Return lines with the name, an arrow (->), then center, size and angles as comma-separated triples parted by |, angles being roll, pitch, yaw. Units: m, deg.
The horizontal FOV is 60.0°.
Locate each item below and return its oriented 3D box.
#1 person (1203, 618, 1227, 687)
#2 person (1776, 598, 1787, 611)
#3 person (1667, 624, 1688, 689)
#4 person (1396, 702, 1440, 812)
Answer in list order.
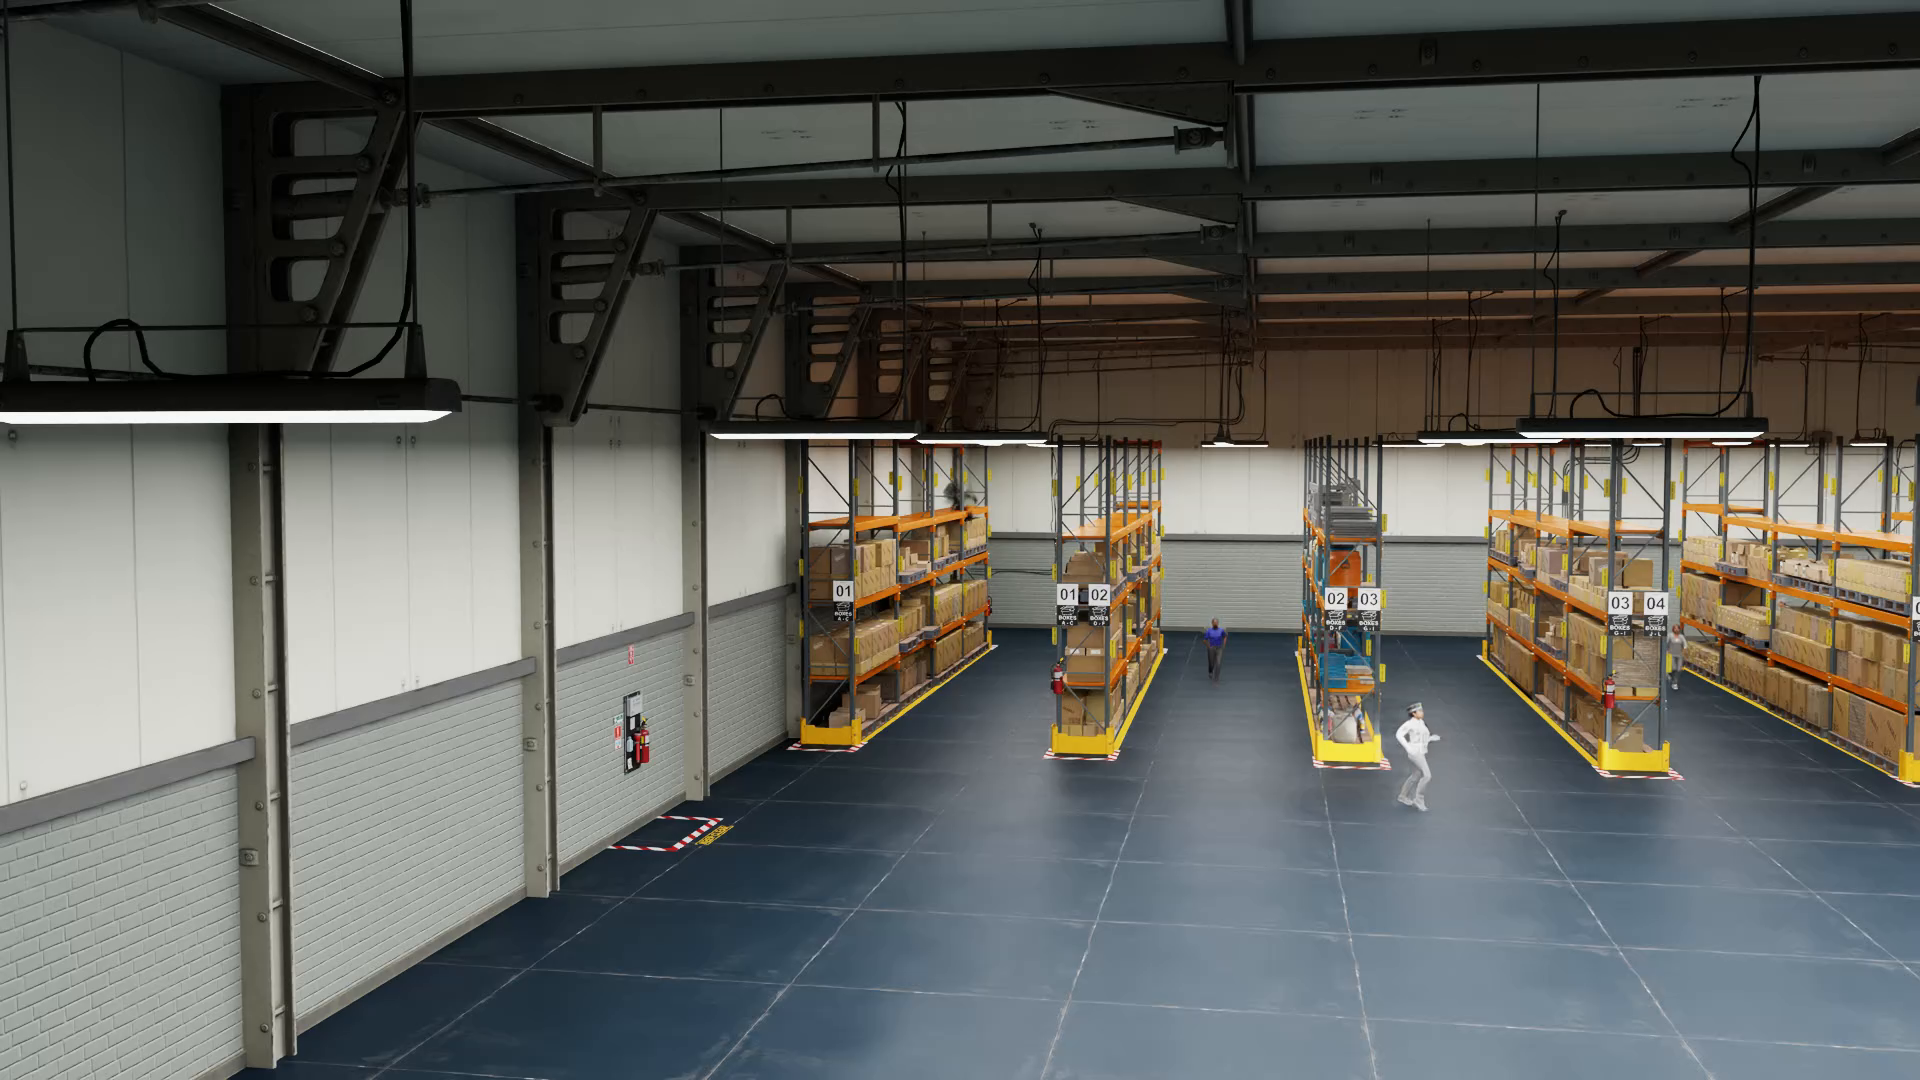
person -> 6.229, 2.773, 40.588 | 0.588, 1.562, 0.827 | 0, 3, 4
person -> 22.493, 2.451, 45.394 | 0.733, 1.729, 0.584 | 1, 3, 12
person -> 17.179, 2.798, 39.916 | 0.549, 1.555, 0.537 | 1, 3, 11
person -> 7.289, 3.448, 26.478 | 0.683, 1.744, 0.590 | 2, 4, 35
